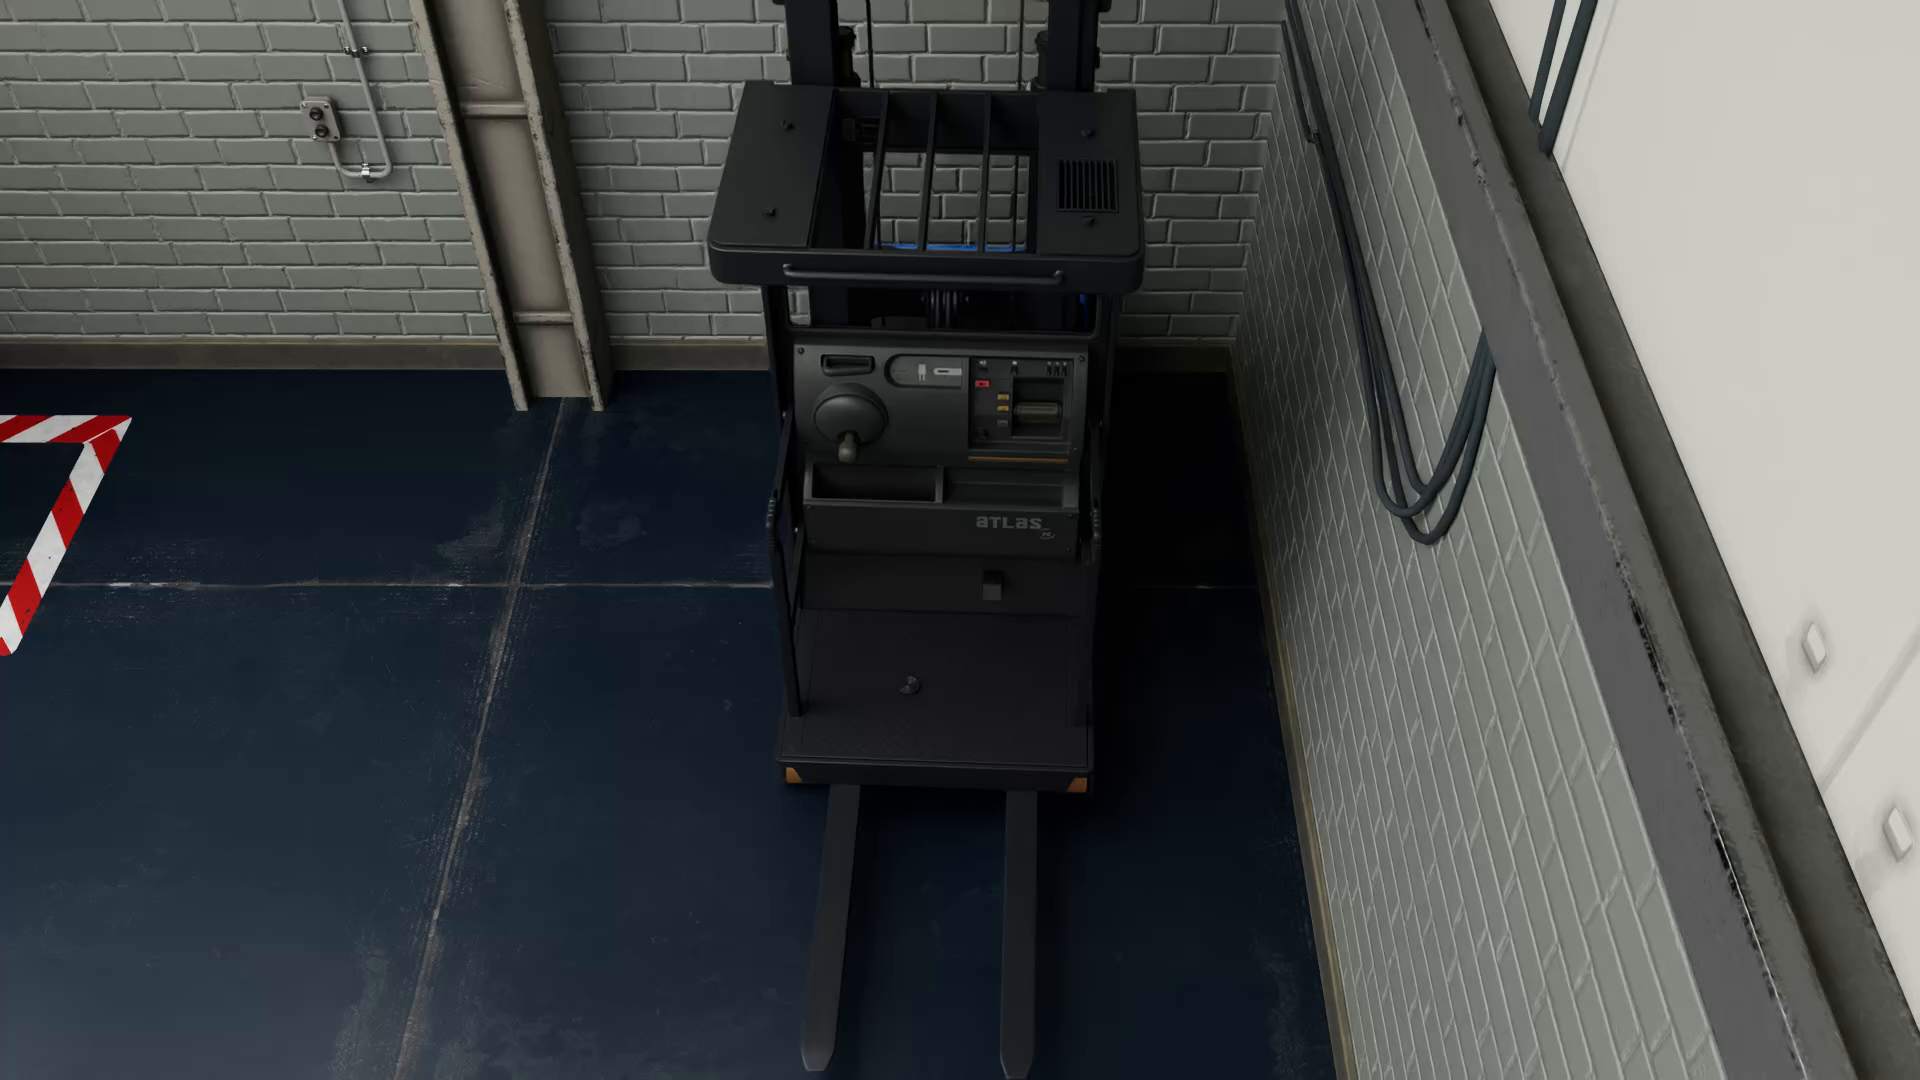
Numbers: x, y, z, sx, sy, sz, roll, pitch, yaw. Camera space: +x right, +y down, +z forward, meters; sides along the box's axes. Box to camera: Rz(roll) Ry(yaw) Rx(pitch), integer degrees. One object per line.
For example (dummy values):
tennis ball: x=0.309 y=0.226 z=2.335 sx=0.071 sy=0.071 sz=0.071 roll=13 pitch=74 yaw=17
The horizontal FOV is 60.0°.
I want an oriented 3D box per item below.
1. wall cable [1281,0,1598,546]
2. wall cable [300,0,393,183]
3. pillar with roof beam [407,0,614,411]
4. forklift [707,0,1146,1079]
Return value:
wall cable: x=1.182 y=-1.791 z=4.472 sx=0.112 sy=2.526 sz=3.097 roll=0 pitch=47 yaw=0
wall cable: x=-3.189 y=-2.117 z=6.058 sx=1.851 sy=1.984 sz=0.084 roll=0 pitch=47 yaw=0
pillar with roof beam: x=-1.785 y=-0.601 z=1.242 sx=0.400 sy=9.000 sz=9.100 roll=0 pitch=47 yaw=0
forklift: x=-0.068 y=-0.337 z=5.142 sx=1.130 sy=2.935 sz=3.031 roll=2 pitch=47 yaw=2
